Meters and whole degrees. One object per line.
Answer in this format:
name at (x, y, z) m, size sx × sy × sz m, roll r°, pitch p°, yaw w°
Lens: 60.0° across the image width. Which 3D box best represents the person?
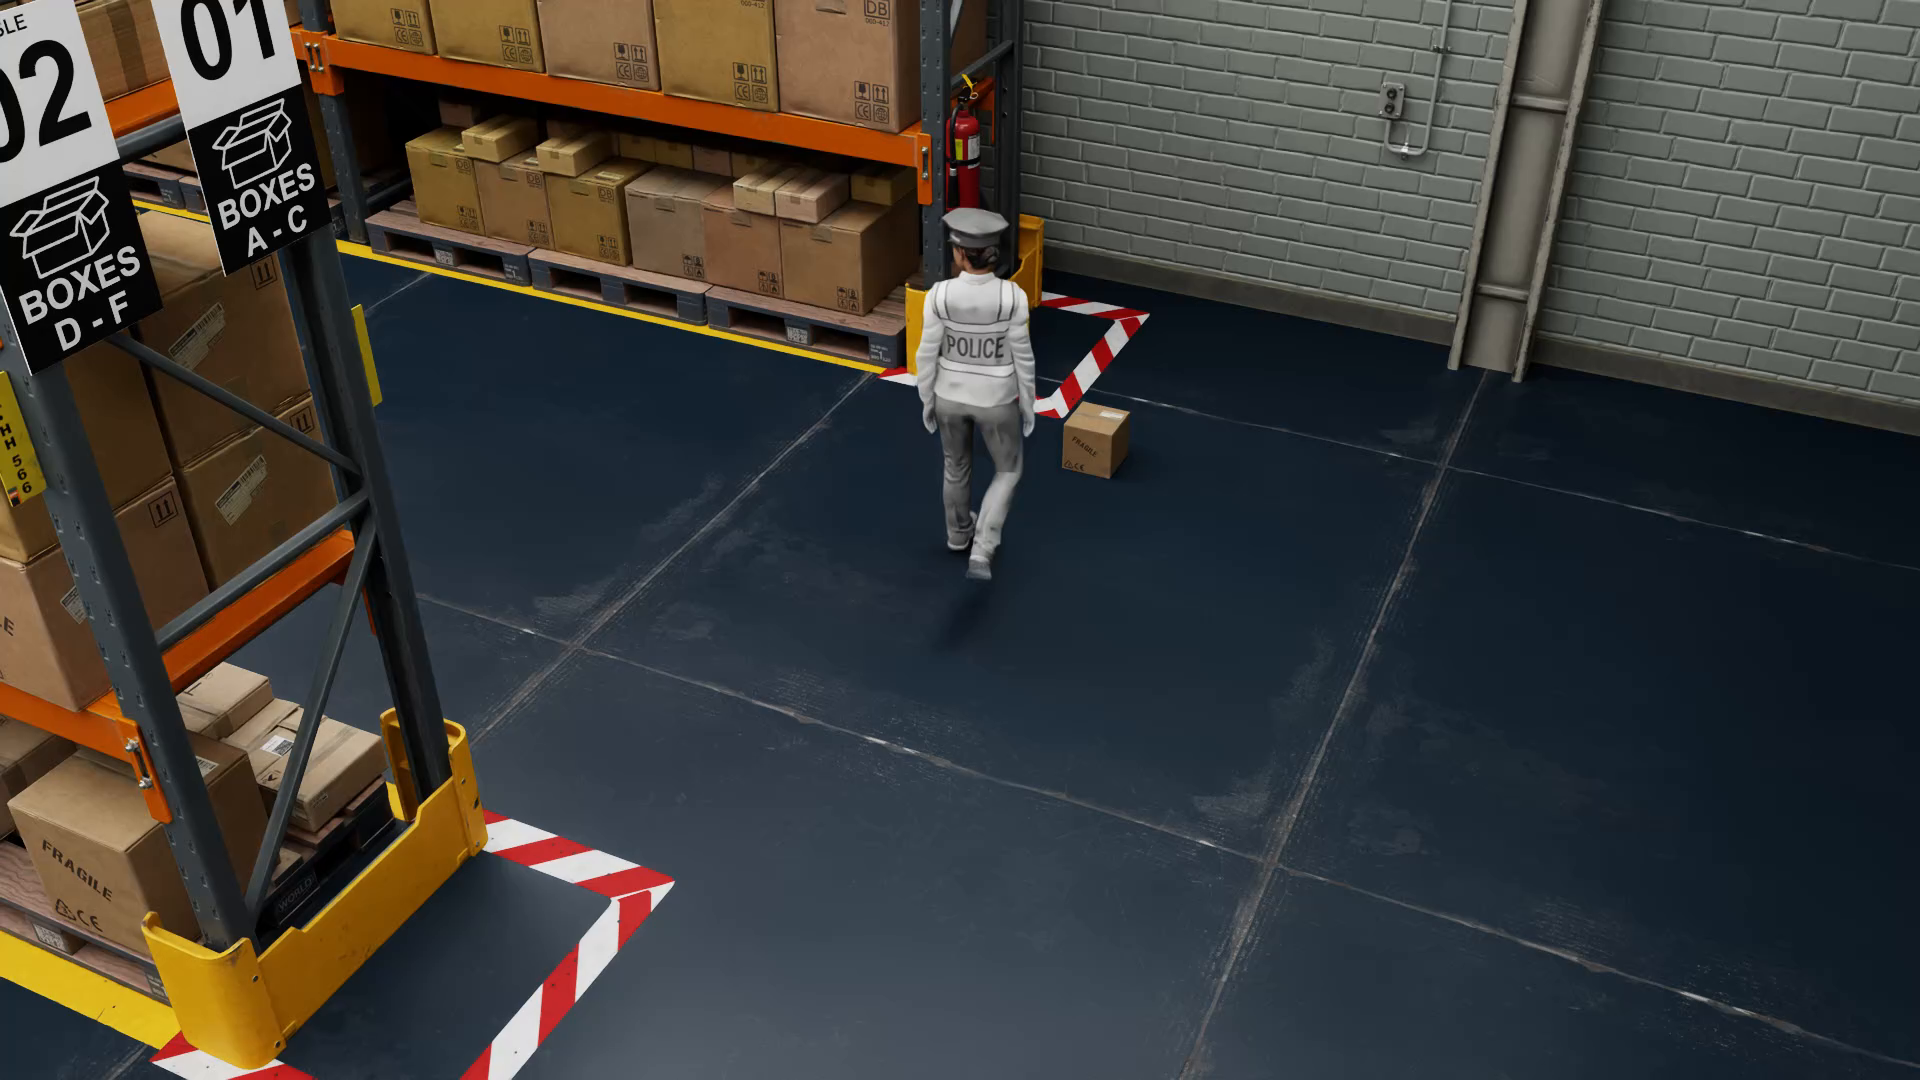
person at (0.065, -0.572, 6.977) m, size 0.499 × 1.652 × 0.730 m, roll 6°, pitch 34°, yaw 9°
